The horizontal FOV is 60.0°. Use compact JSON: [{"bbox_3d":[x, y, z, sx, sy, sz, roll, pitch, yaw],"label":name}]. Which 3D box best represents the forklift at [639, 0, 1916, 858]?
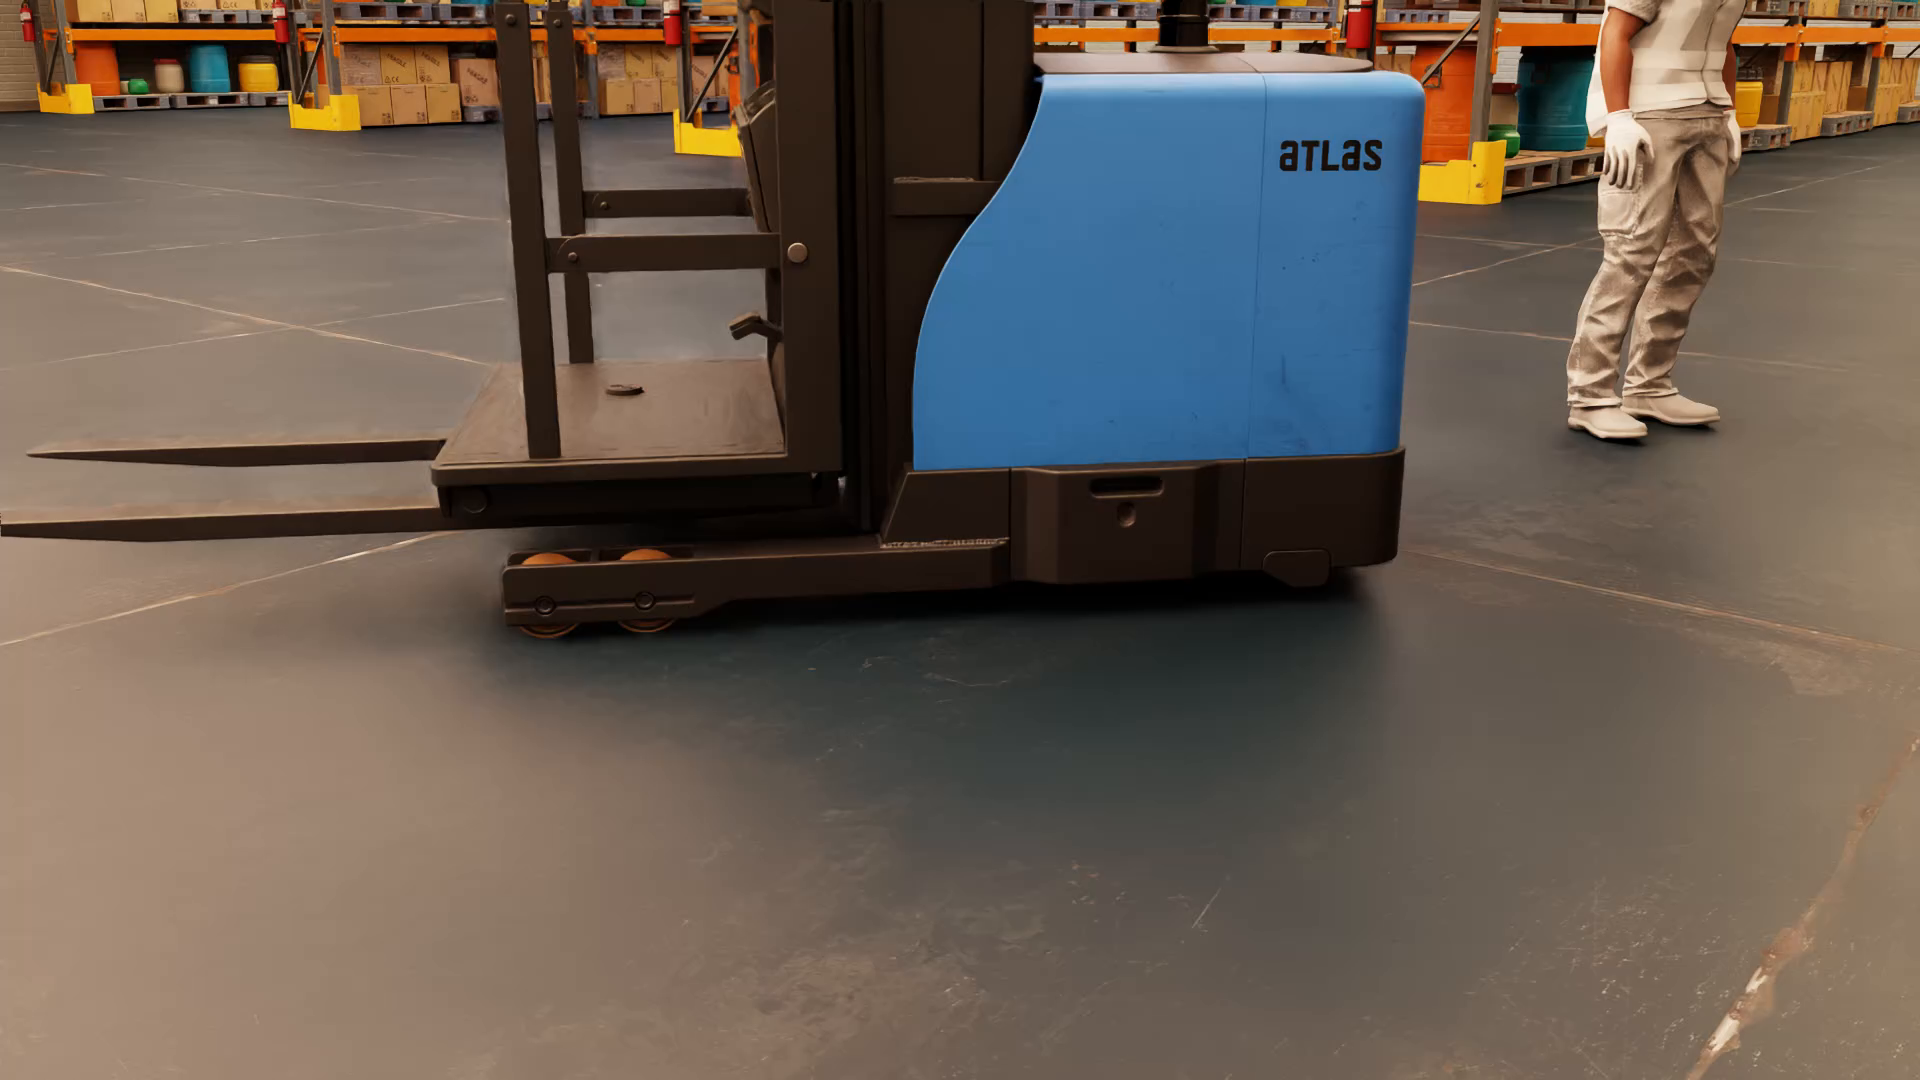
[{"bbox_3d":[0.305,-1.254,3.028,1.130,2.935,3.031,-9,19,-26],"label":"forklift"}]

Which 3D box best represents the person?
[{"bbox_3d":[2.791,-1.247,5.187,0.968,1.676,0.552,6,18,19],"label":"person"}]
